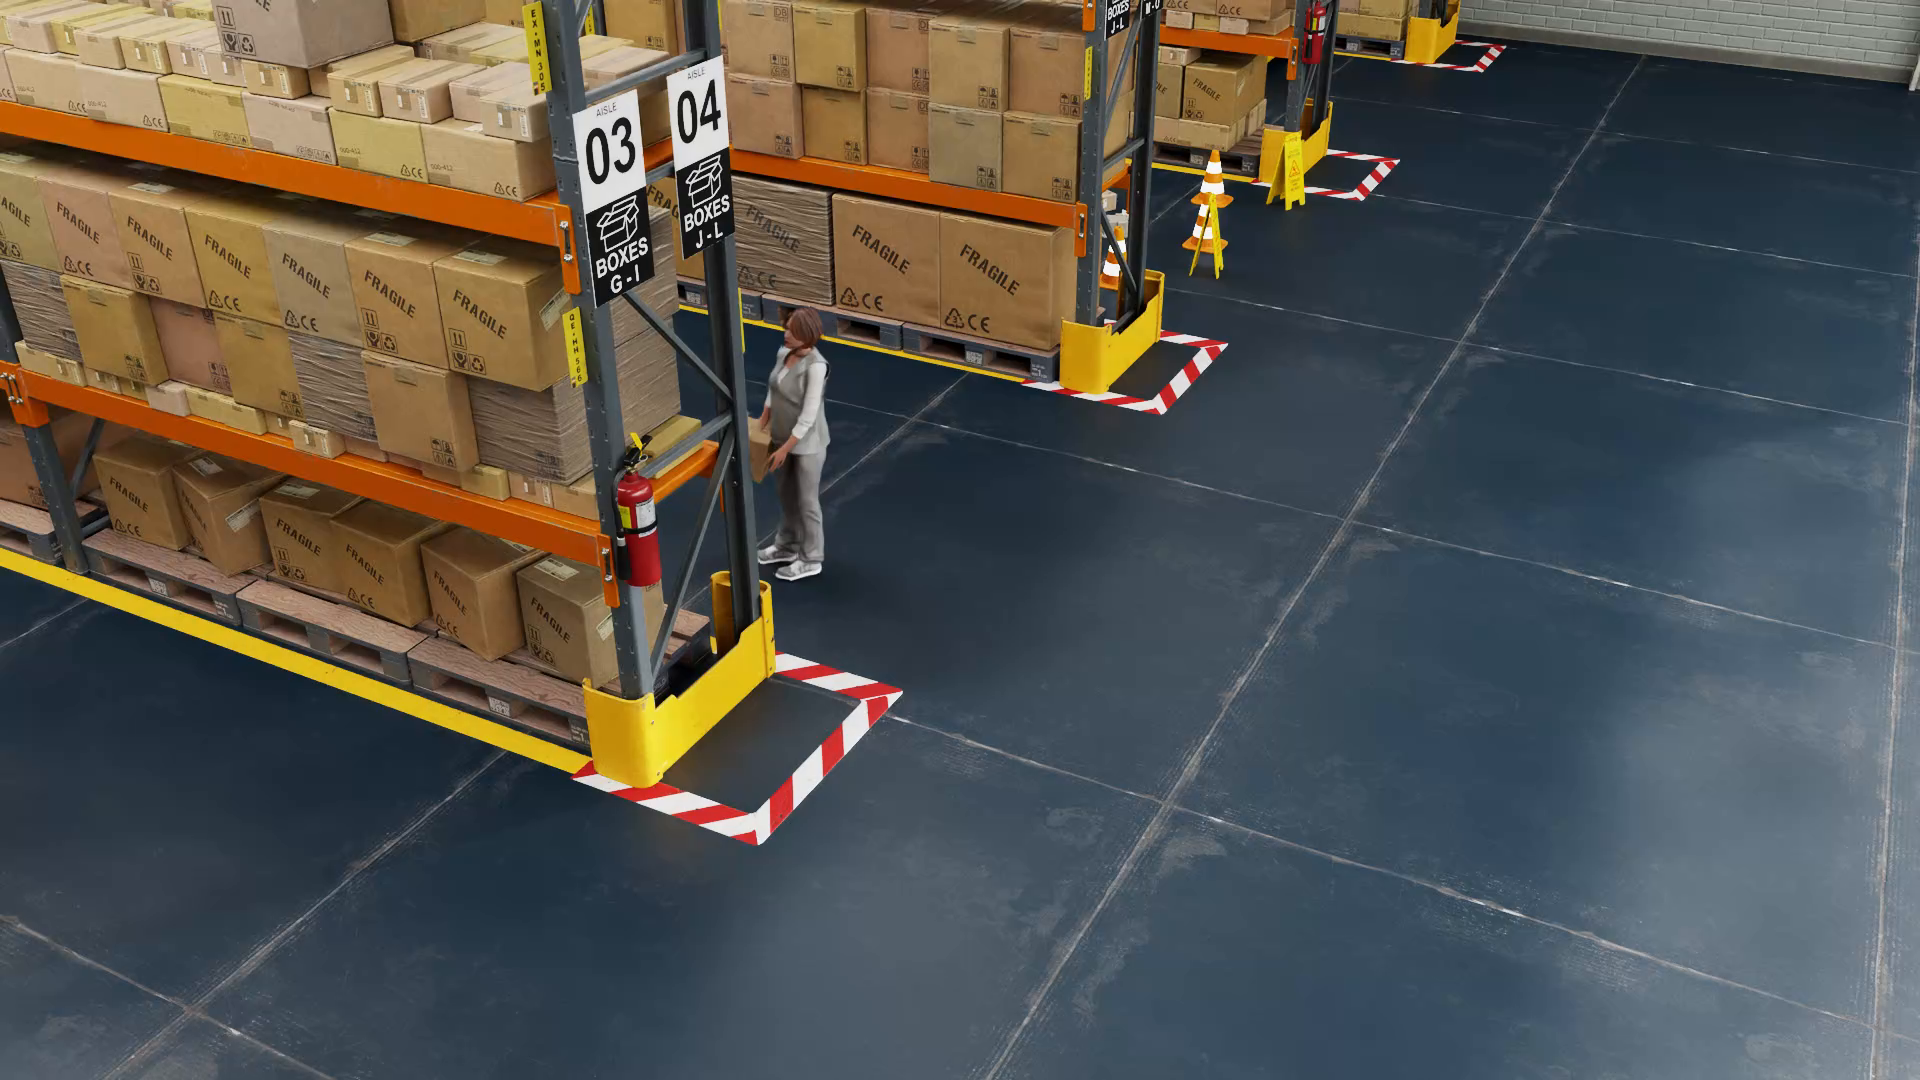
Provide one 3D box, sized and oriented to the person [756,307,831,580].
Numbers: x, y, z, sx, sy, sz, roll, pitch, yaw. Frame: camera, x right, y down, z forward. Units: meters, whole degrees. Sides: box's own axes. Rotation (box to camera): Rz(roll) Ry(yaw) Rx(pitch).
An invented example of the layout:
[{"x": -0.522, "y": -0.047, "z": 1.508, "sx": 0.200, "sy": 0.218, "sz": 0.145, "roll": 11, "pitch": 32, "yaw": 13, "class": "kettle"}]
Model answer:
[{"x": -0.945, "y": -0.521, "z": 9.156, "sx": 0.422, "sy": 1.605, "sz": 0.482, "roll": -20, "pitch": 36, "yaw": -31, "class": "person"}]
